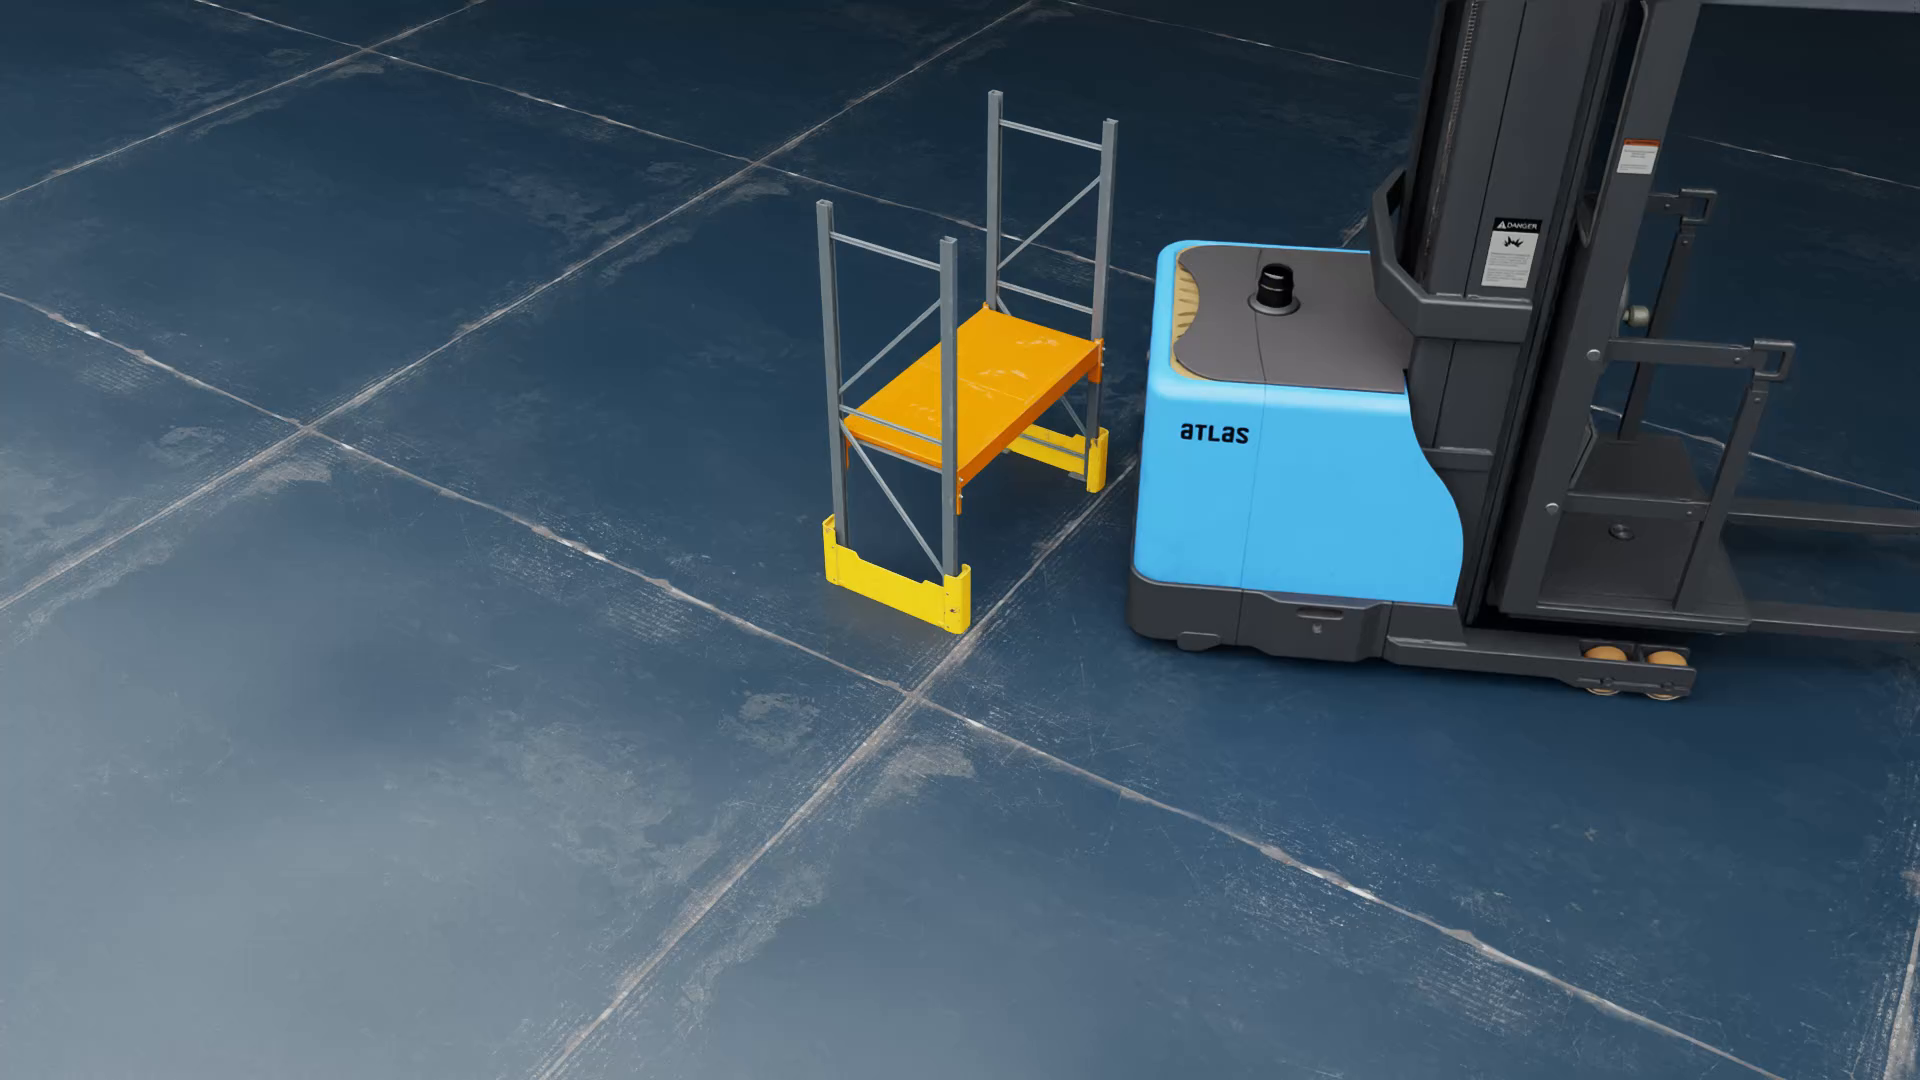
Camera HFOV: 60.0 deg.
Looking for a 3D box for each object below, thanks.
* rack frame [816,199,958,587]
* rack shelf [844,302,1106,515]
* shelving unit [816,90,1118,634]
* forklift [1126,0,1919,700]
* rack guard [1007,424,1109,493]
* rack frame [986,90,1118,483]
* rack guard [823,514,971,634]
[{"bbox_3d":[-0.227,-0.376,5.509,0.500,1.500,0.032,21,42,25],"label":"rack frame"},{"bbox_3d":[0.046,-0.496,5.959,0.538,0.185,1.000,21,42,25],"label":"rack shelf"},{"bbox_3d":[0.041,-0.633,5.843,0.587,1.500,1.083,21,42,25],"label":"shelving unit"},{"bbox_3d":[2.133,-0.972,5.111,3.031,2.935,1.130,5,38,6],"label":"forklift"},{"bbox_3d":[0.308,-0.395,6.558,0.587,0.250,0.087,21,42,25],"label":"rack guard"},{"bbox_3d":[0.318,-0.900,6.189,0.500,1.500,0.032,21,42,25],"label":"rack frame"},{"bbox_3d":[-0.226,0.118,5.892,0.587,0.250,0.087,21,42,25],"label":"rack guard"}]
